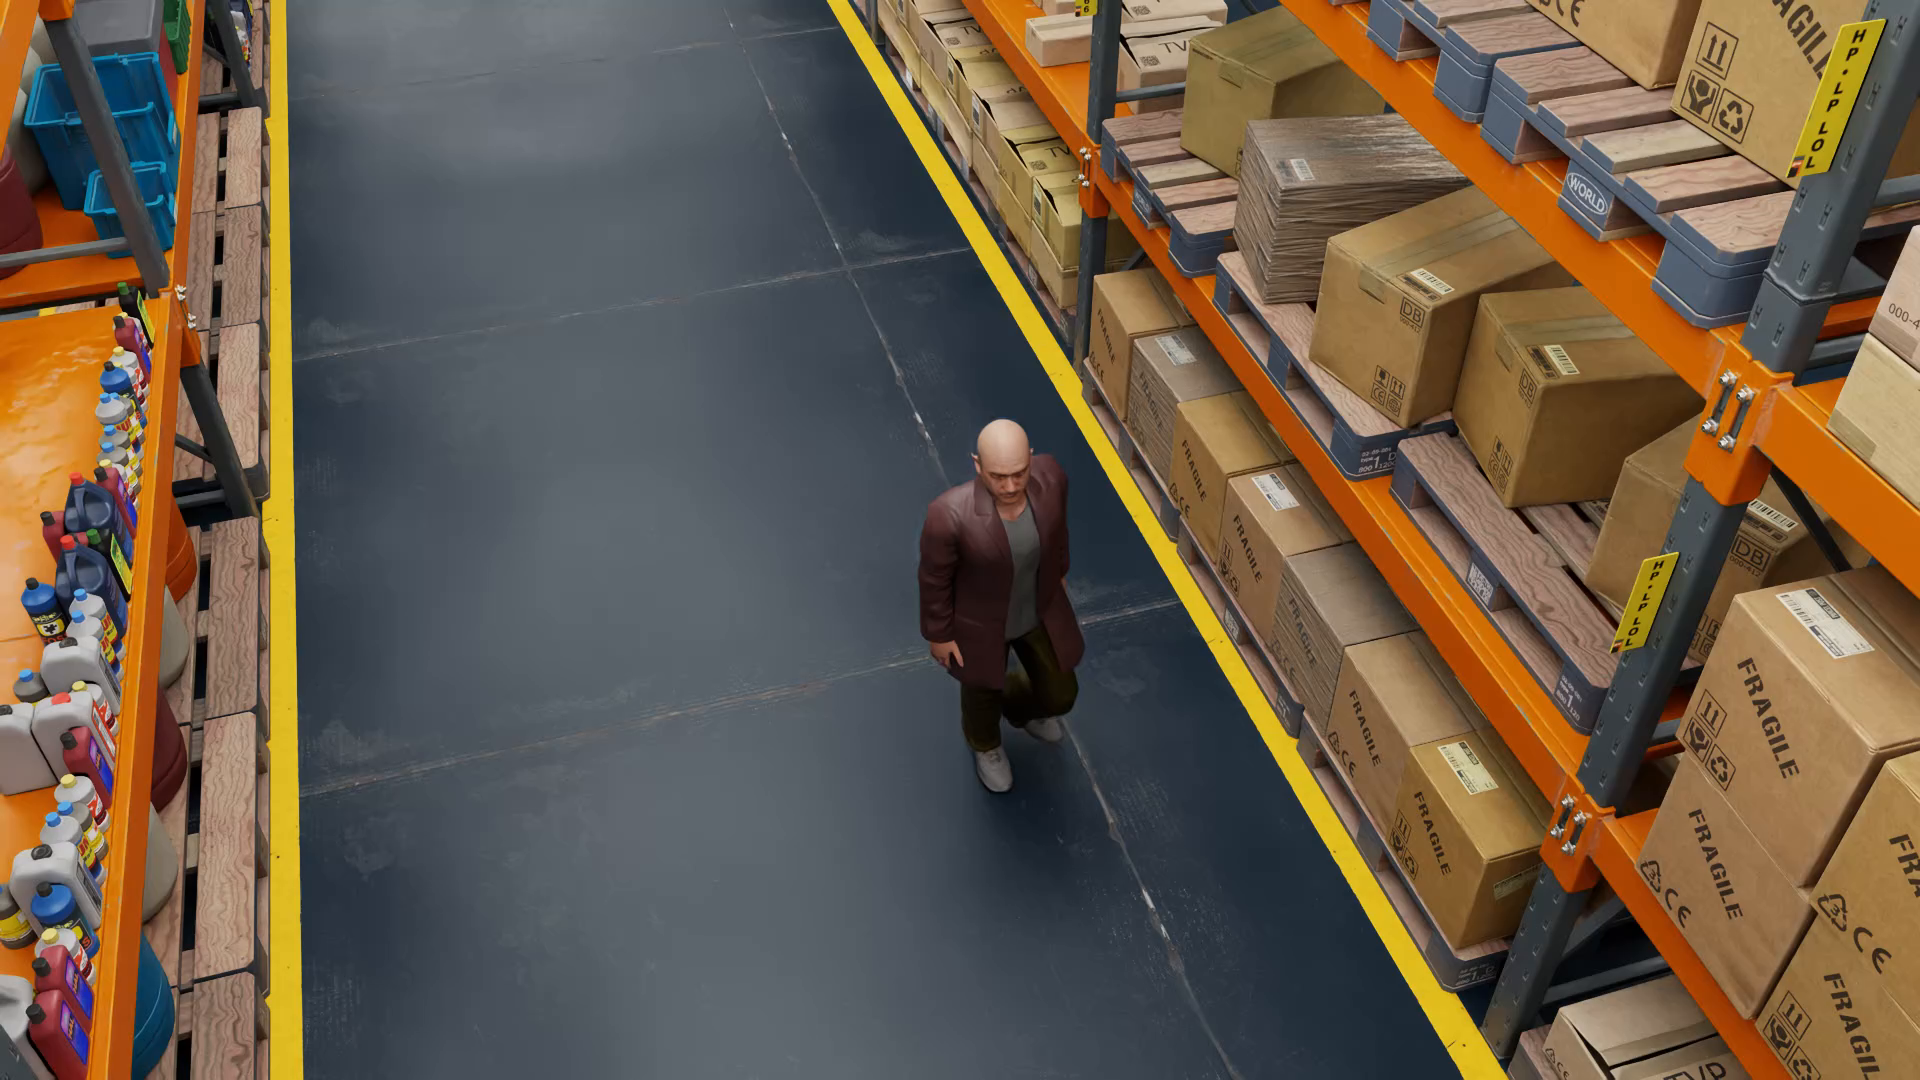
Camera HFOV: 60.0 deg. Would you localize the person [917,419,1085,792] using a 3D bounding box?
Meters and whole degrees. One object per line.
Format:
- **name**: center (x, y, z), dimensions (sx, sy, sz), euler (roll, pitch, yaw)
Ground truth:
- **person**: center (0.145, 0.251, 5.862), dimensions (0.618, 1.765, 0.499), euler (-16, 44, -17)
